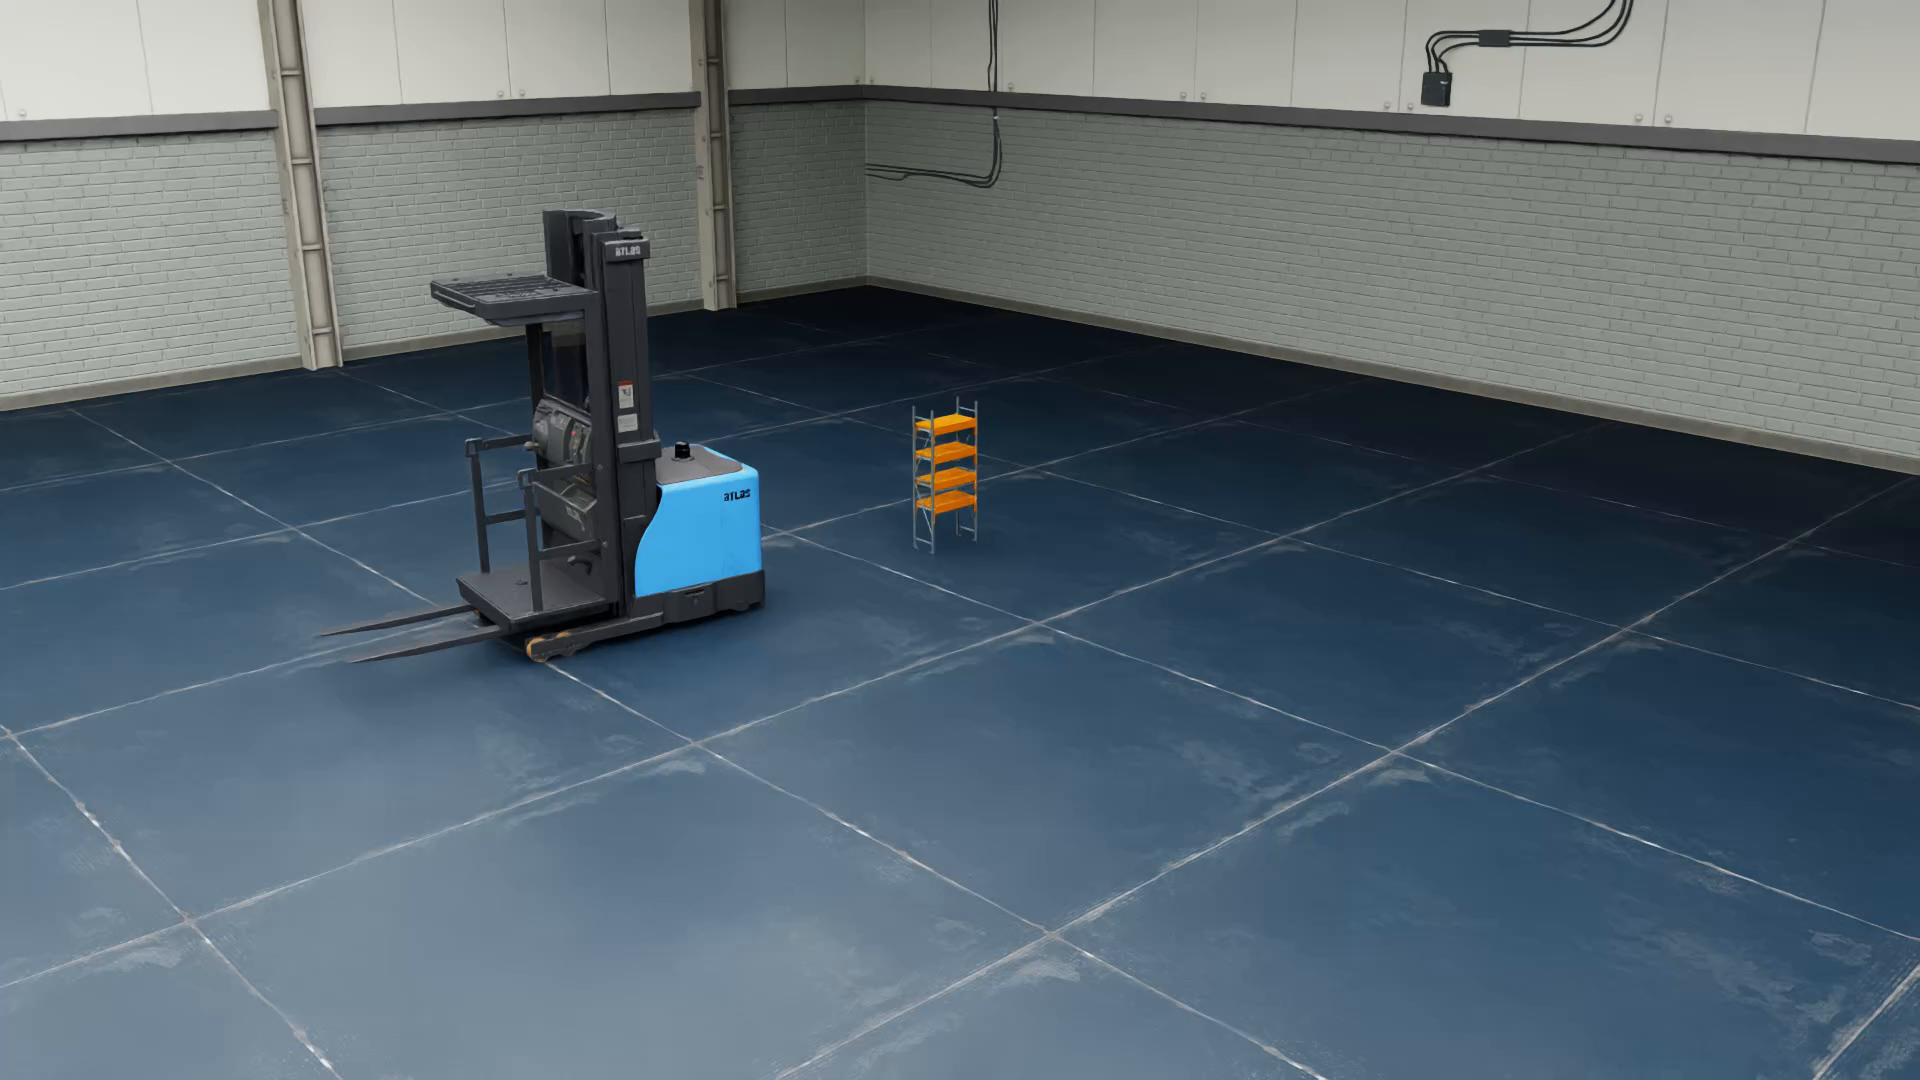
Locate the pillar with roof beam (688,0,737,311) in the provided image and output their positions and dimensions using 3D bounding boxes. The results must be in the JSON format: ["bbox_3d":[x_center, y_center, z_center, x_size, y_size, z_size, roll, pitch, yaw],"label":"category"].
[{"bbox_3d":[-0.585,-6.741,20.185,0.400,9.000,9.100,-16,24,-41],"label":"pillar with roof beam"}]

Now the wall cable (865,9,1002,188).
[{"bbox_3d":[-0.493,-6.556,24.651,0.112,2.526,3.097,-16,24,-41],"label":"wall cable"}]

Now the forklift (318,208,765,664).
[{"bbox_3d":[-2.947,-0.740,11.516,3.031,2.935,1.130,-13,22,-34],"label":"forklift"}]

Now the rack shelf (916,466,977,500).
[{"bbox_3d":[-0.120,-0.472,13.712,0.480,0.148,0.258,-16,24,-41],"label":"rack shelf"}]

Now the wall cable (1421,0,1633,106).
[{"bbox_3d":[6.018,-7.520,17.075,0.169,6.003,2.305,-16,24,-41],"label":"wall cable"}]

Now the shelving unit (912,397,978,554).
[{"bbox_3d":[-0.120,-0.536,13.691,0.503,1.200,0.258,-16,24,-41],"label":"shelving unit"}]

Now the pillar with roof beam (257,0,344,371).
[{"bbox_3d":[-4.944,-5.469,16.263,0.400,9.000,9.100,-16,24,-41],"label":"pillar with roof beam"}]

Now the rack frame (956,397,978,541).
[{"bbox_3d":[0.057,-0.587,13.851,0.015,1.200,0.240,-16,24,-41],"label":"rack frame"}]

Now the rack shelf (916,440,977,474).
[{"bbox_3d":[-0.120,-0.684,13.643,0.480,0.148,0.258,-16,24,-41],"label":"rack shelf"}]

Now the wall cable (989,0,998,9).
[{"bbox_3d":[1.365,-8.353,22.002,0.112,2.526,3.097,-16,24,-41],"label":"wall cable"}]

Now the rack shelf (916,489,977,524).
[{"bbox_3d":[-0.120,-0.283,13.773,0.480,0.148,0.258,-16,24,-41],"label":"rack shelf"}]

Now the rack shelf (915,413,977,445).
[{"bbox_3d":[-0.120,-0.909,13.570,0.480,0.148,0.258,-16,24,-41],"label":"rack shelf"}]

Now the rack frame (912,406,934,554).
[{"bbox_3d":[-0.298,-0.484,13.532,0.015,1.200,0.240,-16,24,-41],"label":"rack frame"}]
